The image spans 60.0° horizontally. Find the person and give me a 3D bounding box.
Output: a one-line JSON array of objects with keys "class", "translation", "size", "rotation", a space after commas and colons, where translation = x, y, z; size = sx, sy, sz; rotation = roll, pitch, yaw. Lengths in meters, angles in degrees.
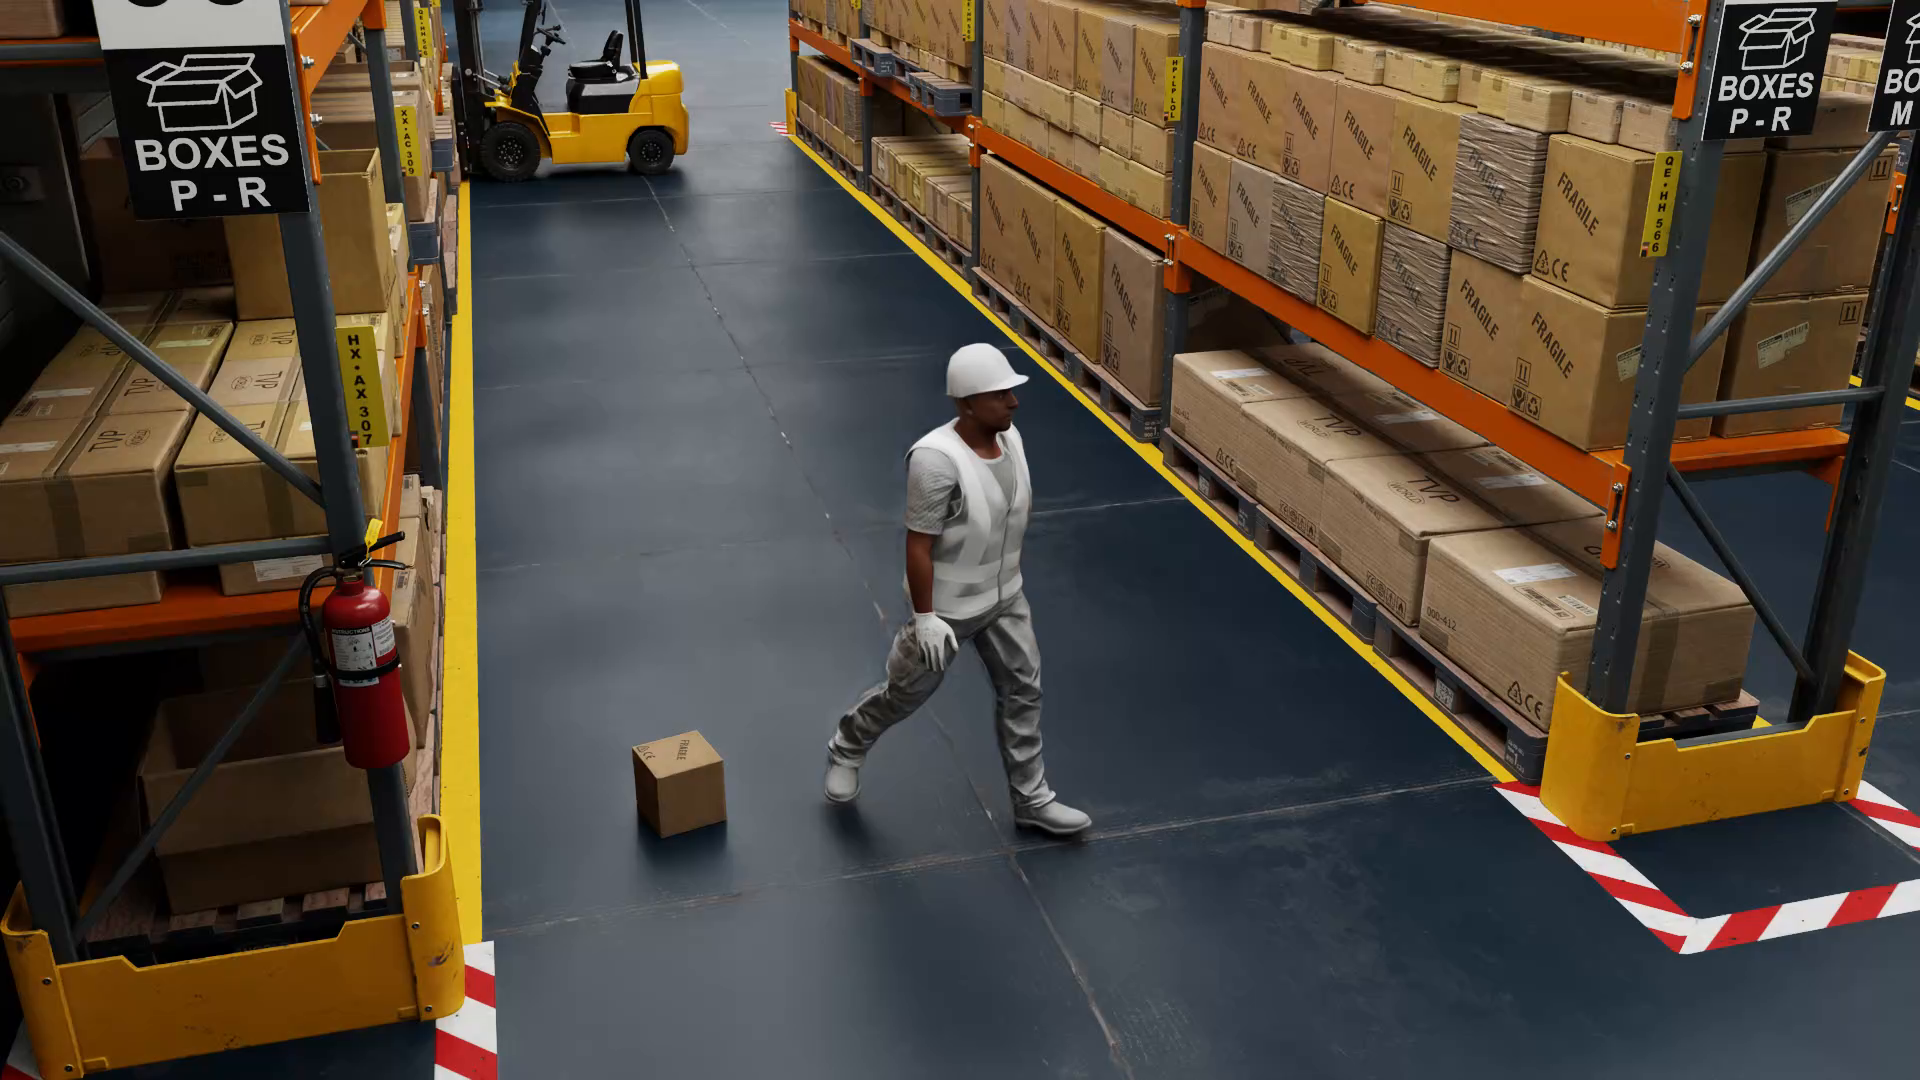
[{"class": "person", "translation": [-0.036, 0.185, 5.632], "size": [0.954, 1.767, 0.598], "rotation": [19, 29, 37]}]
